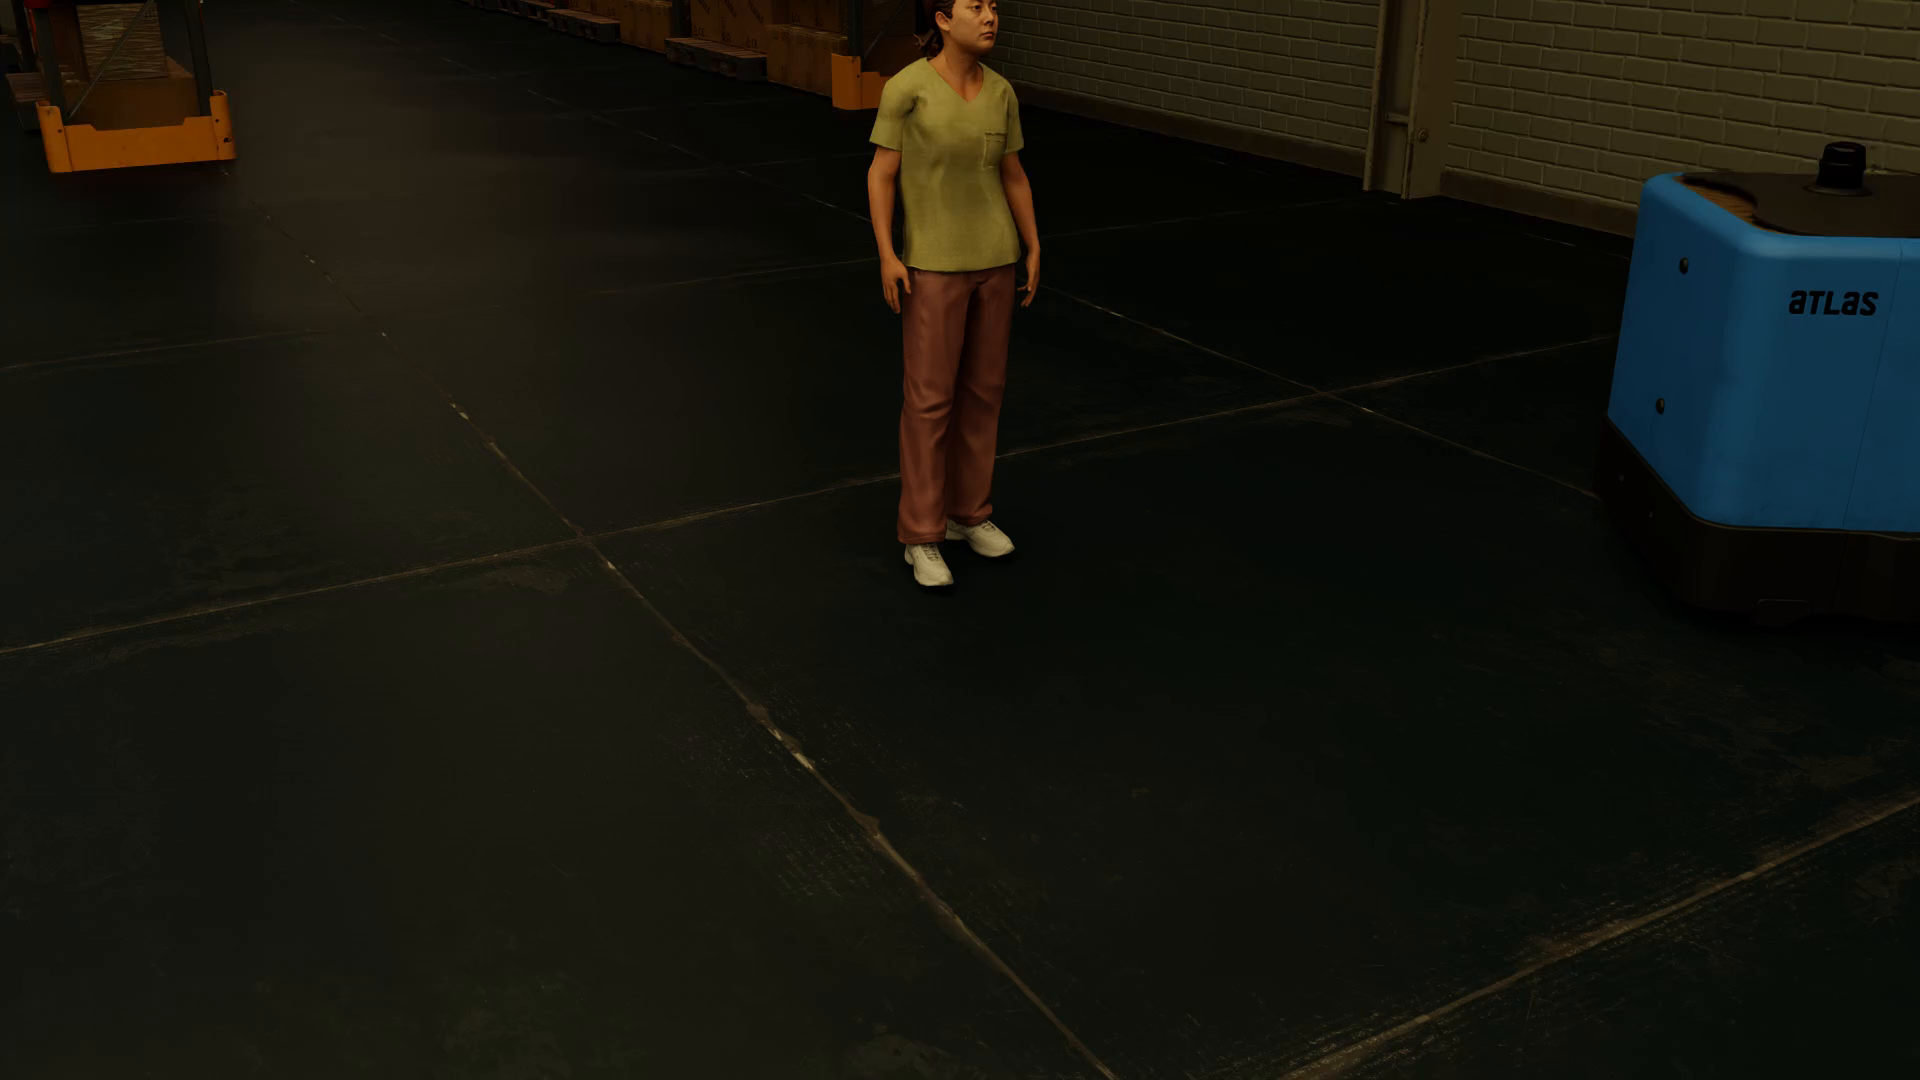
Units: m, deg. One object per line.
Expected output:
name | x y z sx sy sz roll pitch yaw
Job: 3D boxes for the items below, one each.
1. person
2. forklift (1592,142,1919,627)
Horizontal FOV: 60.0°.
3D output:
person | 0.027 -0.755 4.749 0.554 1.673 0.548 -12 25 -28
forklift | 3.509 -1.248 4.316 3.031 2.935 1.130 2 22 5
